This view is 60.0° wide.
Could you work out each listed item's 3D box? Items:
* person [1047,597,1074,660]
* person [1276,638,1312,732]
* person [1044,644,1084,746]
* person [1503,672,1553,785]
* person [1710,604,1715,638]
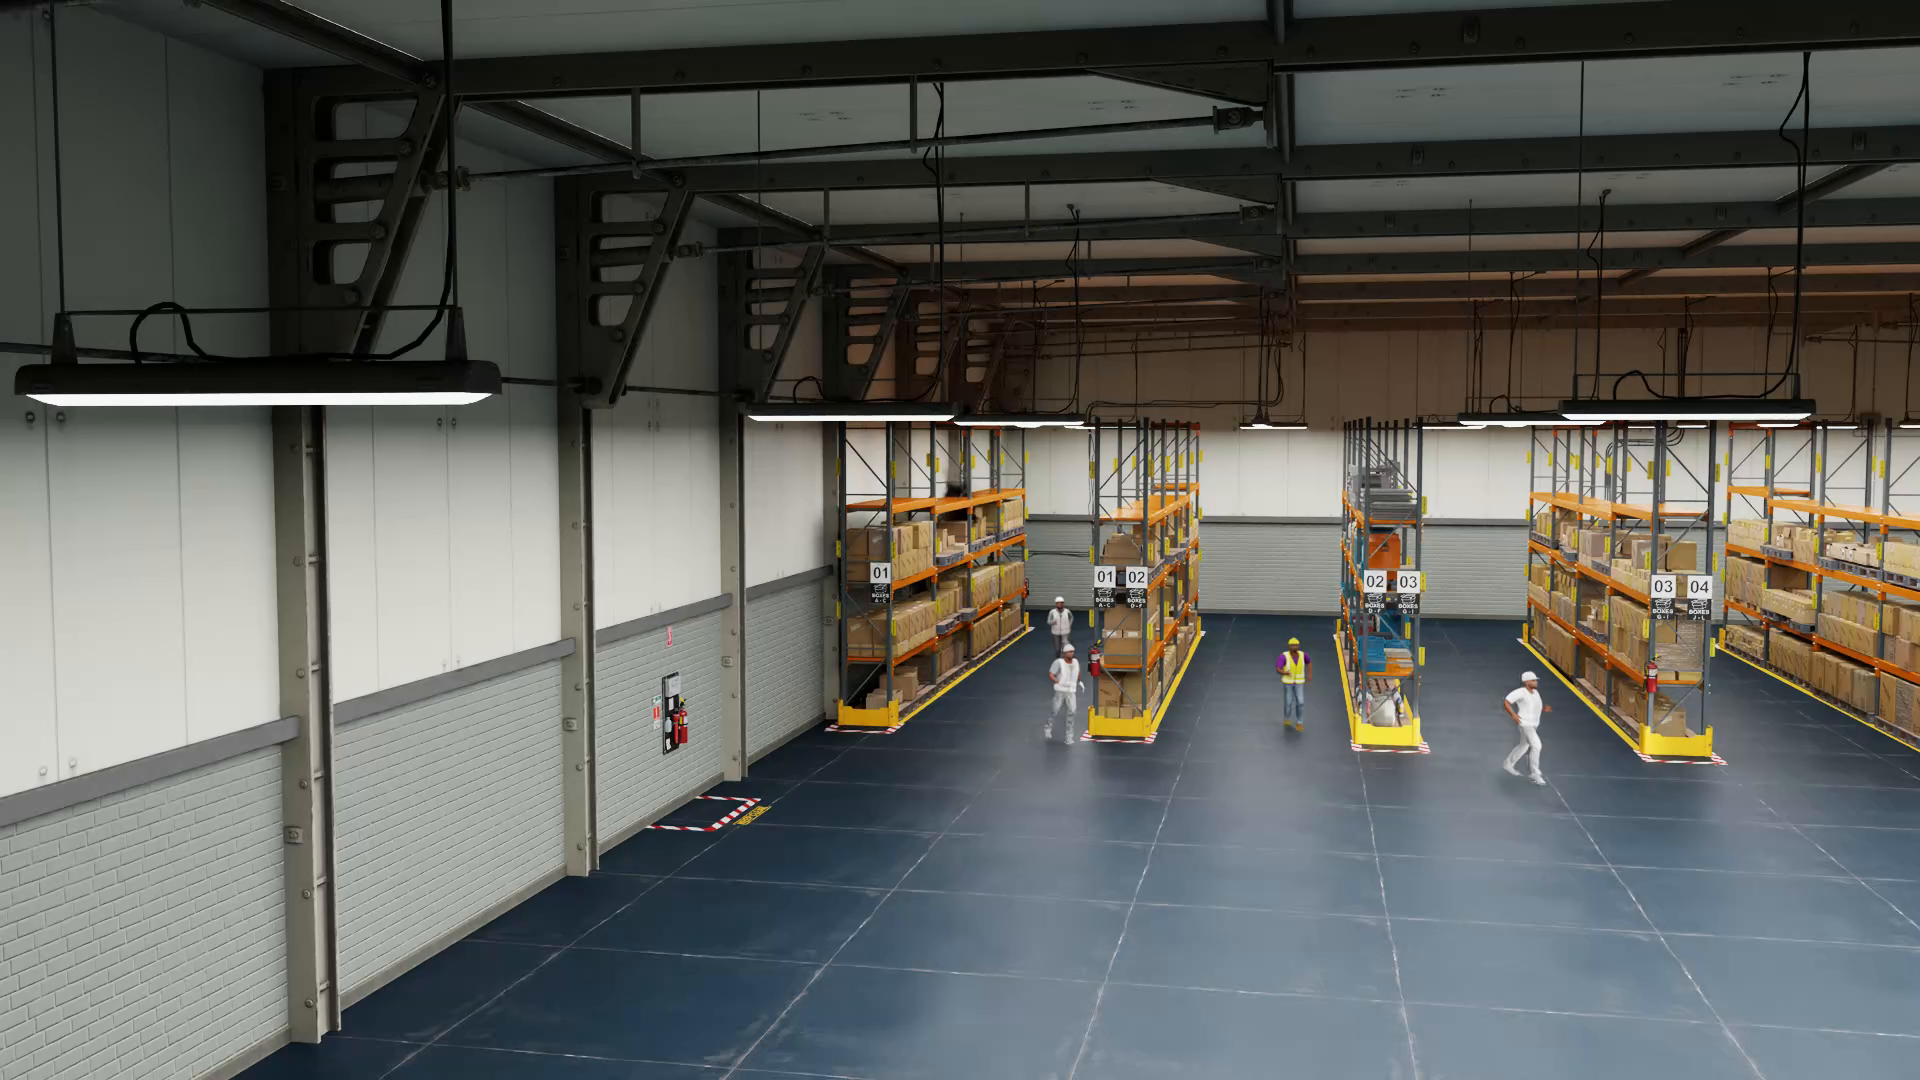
[{"bbox_3d":[2.390,2.264,39.726,0.643,1.836,0.801,0,4,4],"label":"person"},{"bbox_3d":[6.412,2.791,31.902,0.726,1.840,0.744,0,4,2],"label":"person"},{"bbox_3d":[1.984,2.835,30.740,0.750,1.822,0.820,-1,4,-22],"label":"person"},{"bbox_3d":[9.298,3.068,27.286,0.816,1.828,0.679,3,5,43],"label":"person"},{"bbox_3d":[18.211,2.159,40.784,0.639,1.819,0.828,1,4,13],"label":"person"}]
